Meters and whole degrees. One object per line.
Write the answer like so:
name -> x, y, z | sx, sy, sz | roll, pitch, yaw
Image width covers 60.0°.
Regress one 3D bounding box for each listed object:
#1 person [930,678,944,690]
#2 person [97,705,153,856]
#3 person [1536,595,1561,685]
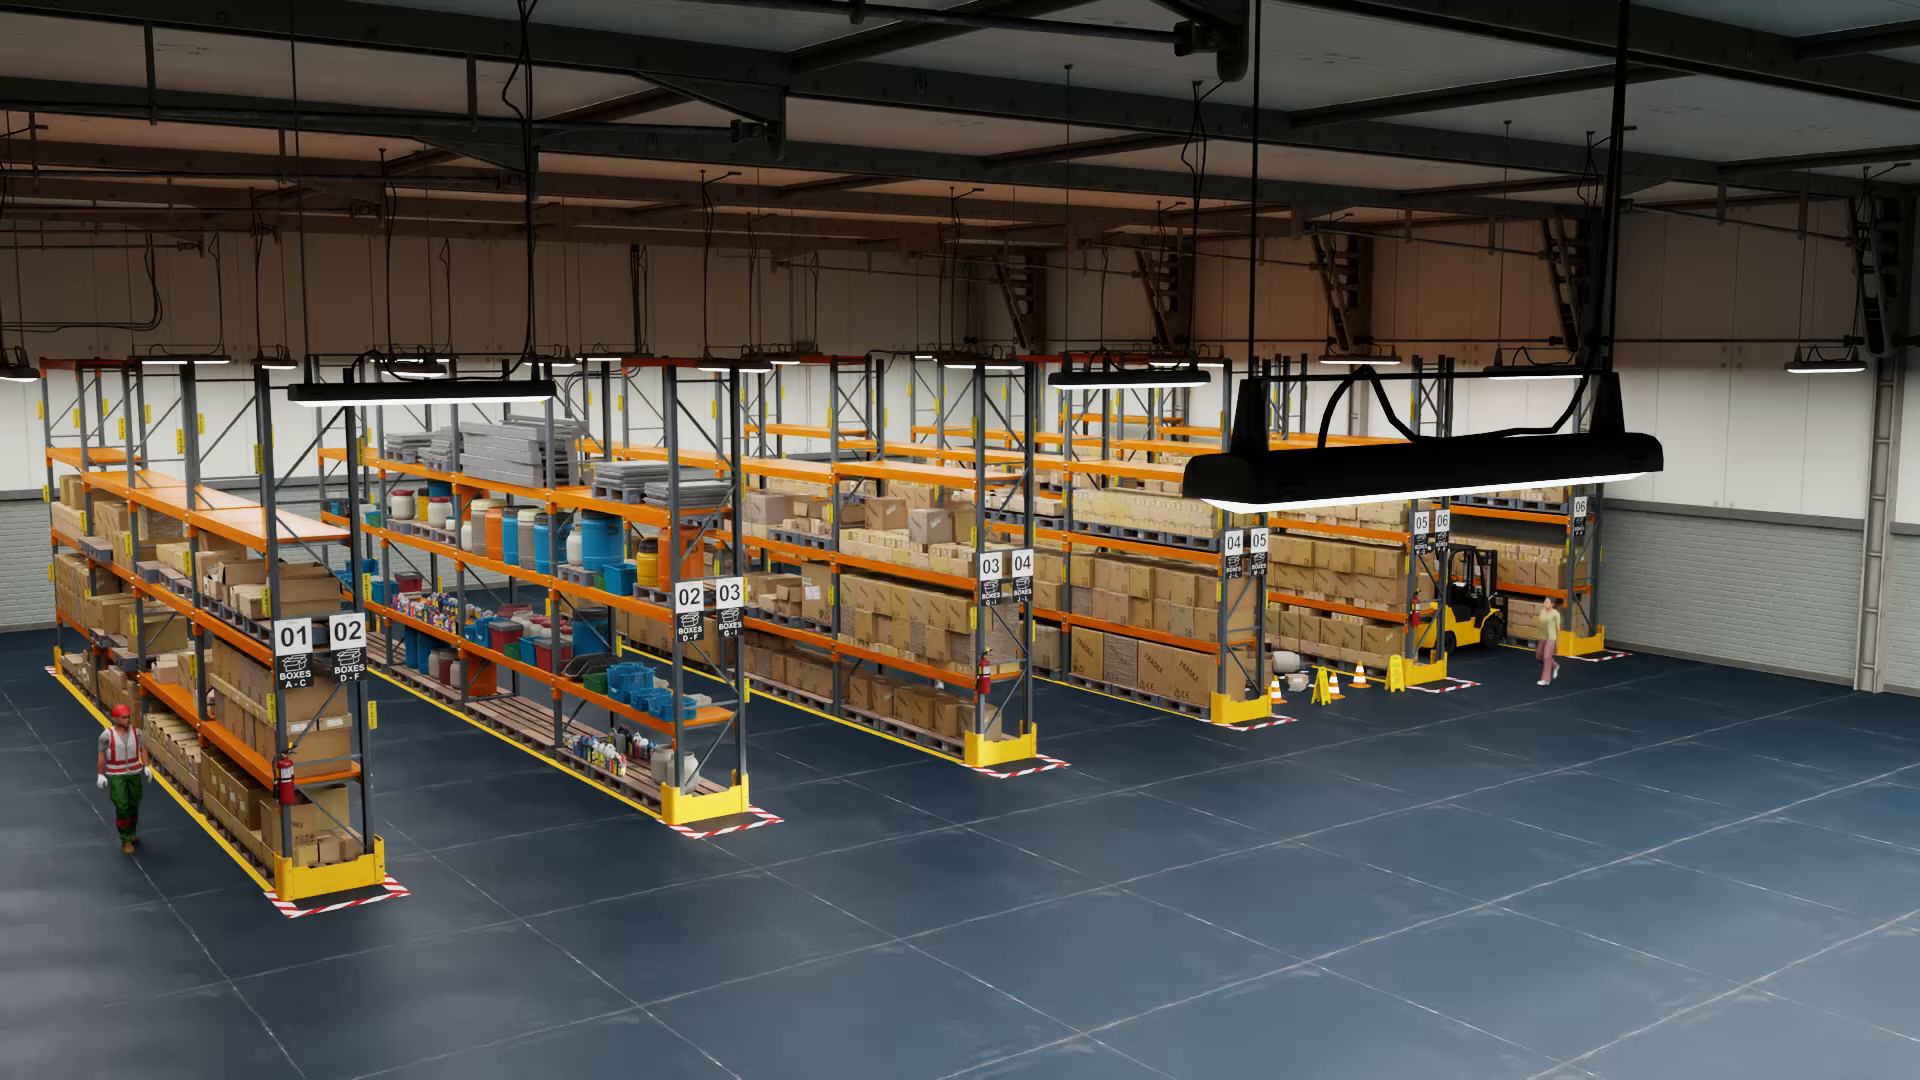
person -> -0.343, 1.978, 29.778 | 0.599, 1.586, 0.704 | -3, 8, -25
person -> -10.396, 2.961, 20.755 | 0.589, 1.790, 0.736 | -7, 10, -44
person -> 10.870, 1.826, 30.623 | 0.670, 1.655, 0.458 | -4, 8, -29
